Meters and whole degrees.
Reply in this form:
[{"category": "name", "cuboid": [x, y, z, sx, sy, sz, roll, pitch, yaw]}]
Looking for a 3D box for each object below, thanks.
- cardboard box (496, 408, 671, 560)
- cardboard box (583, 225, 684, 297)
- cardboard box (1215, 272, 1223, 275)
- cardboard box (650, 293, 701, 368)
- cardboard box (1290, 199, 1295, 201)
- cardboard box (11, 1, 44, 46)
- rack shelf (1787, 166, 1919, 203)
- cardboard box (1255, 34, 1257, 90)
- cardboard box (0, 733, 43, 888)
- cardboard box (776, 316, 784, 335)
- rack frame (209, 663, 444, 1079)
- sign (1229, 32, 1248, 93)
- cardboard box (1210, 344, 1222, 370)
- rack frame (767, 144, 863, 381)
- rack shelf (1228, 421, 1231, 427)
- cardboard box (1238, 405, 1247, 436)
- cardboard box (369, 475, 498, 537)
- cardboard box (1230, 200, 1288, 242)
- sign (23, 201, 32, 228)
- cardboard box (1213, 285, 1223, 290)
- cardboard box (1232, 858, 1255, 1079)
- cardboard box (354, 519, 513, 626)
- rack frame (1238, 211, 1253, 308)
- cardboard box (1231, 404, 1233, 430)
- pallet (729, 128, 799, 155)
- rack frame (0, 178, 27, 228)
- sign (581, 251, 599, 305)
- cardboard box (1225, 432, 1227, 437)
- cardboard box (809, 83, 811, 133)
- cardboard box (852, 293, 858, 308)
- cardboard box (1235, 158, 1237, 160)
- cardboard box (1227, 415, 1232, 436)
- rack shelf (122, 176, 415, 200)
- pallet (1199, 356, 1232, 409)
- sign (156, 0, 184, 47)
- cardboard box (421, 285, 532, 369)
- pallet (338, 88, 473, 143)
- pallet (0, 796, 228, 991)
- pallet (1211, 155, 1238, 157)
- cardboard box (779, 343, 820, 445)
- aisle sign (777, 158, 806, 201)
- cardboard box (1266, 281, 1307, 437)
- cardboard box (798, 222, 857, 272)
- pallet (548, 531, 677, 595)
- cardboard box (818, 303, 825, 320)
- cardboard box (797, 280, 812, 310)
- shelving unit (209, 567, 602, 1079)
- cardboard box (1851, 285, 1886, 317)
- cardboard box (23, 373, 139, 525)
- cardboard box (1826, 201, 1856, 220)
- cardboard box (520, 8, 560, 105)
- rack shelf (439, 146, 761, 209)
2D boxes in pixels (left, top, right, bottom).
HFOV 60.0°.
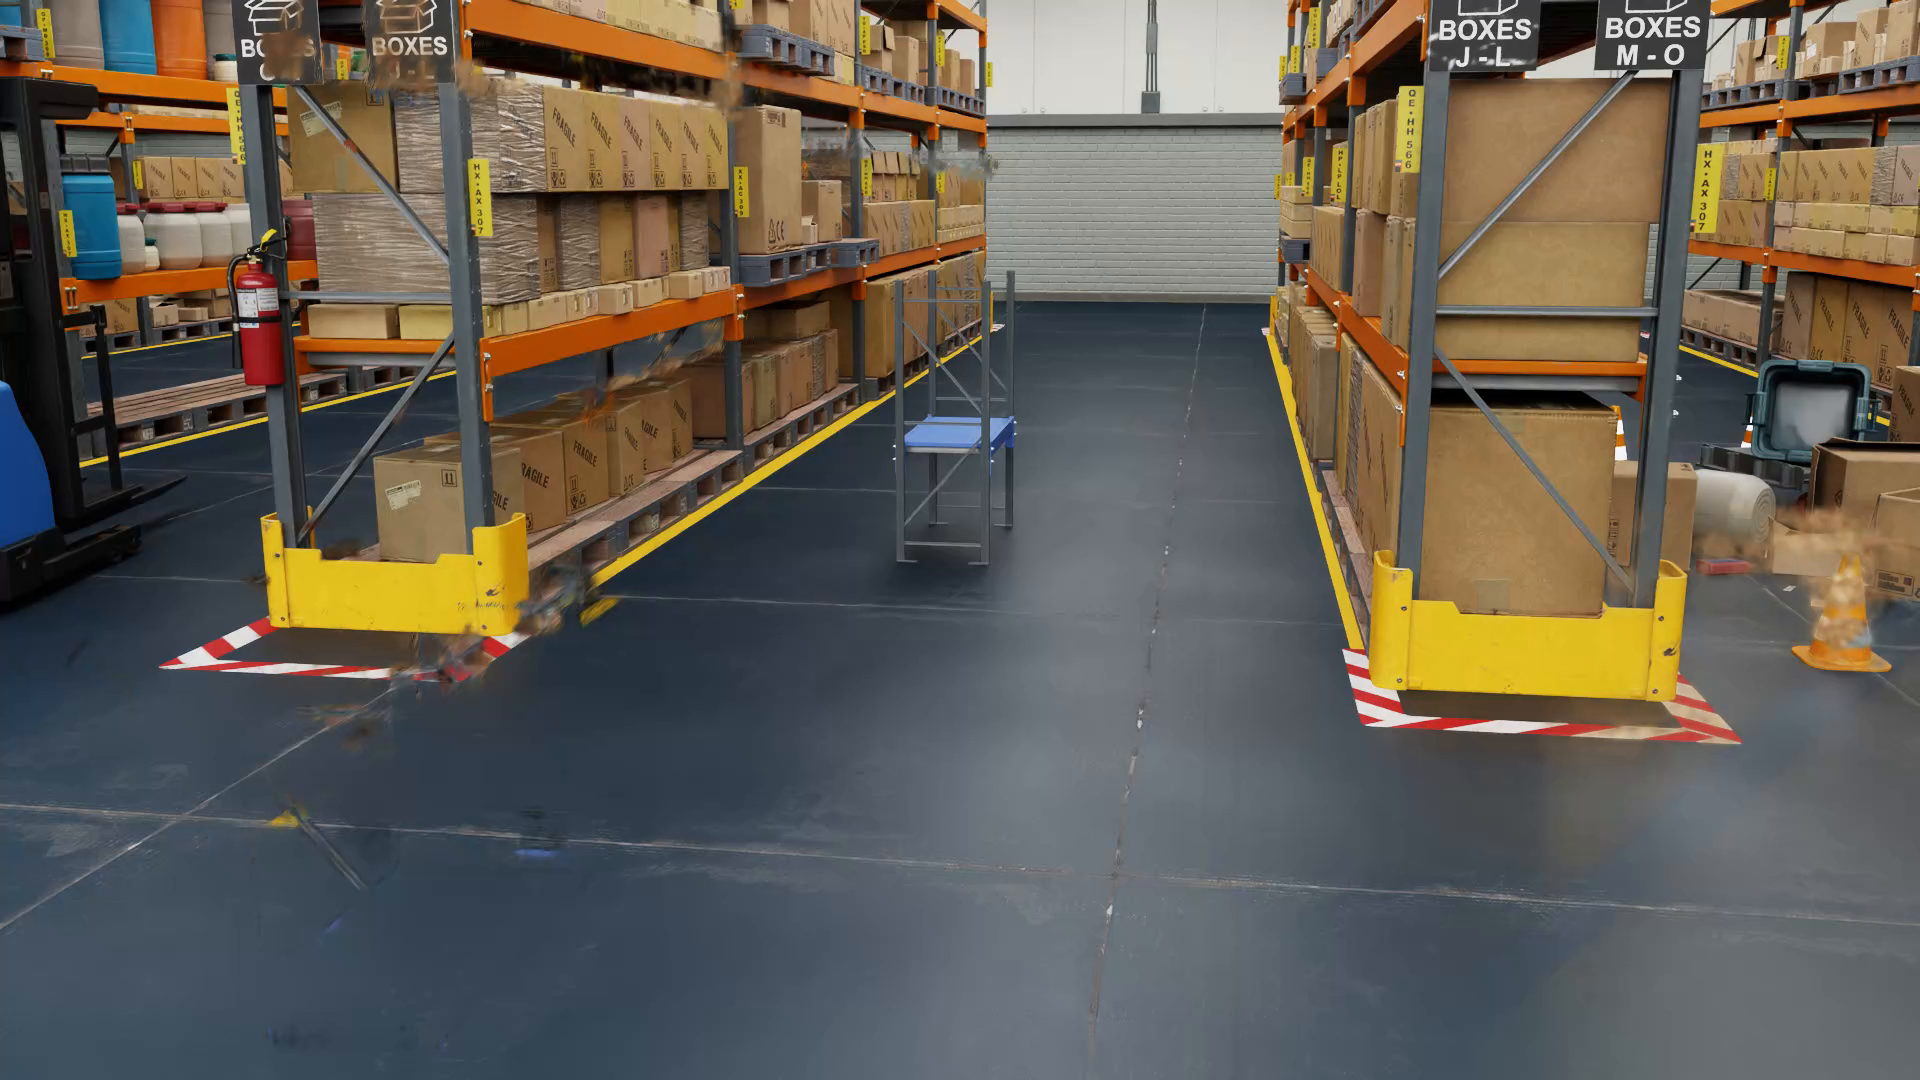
[{"category": "cardboard box", "cuboid": [-1.250, -2.045, 15.907, 1.225, 0.875, 0.875, 1, 12, 6]}, {"category": "cardboard box", "cuboid": [-1.048, -3.701, 16.929, 0.797, 0.503, 0.637, 2, 12, 10]}, {"category": "cardboard box", "cuboid": [3.490, -3.529, 16.934, 0.380, 0.149, 0.250, 2, 12, 8]}, {"category": "cardboard box", "cuboid": [-0.801, -3.194, 16.959, 0.500, 0.500, 0.500, 2, 12, 9]}, {"category": "cardboard box", "cuboid": [4.766, -4.584, 20.328, 0.500, 0.500, 0.500, 3, 12, 12]}, {"category": "cardboard box", "cuboid": [-1.887, -3.361, 10.256, 0.380, 0.149, 0.250, 2, 12, 9]}, {"category": "rack shelf", "cuboid": [9.339, -4.778, 19.129, 1.077, 0.370, 4.000, 2, 12, 9]}, {"category": "cardboard box", "cuboid": [3.103, -3.953, 12.716, 0.500, 0.250, 0.500, 2, 12, 10]}, {"category": "cardboard box", "cuboid": [-2.173, -0.684, 10.485, 0.500, 0.500, 0.500, 6, 14, 27]}, {"category": "cardboard box", "cuboid": [-0.347, -3.550, 19.444, 0.380, 0.149, 0.250, 1, 12, 7]}, {"category": "rack frame", "cuboid": [-0.091, -0.610, 8.762, 0.500, 1.500, 0.032, 2, 12, 9]}, {"category": "sign", "cuboid": [2.973, -4.290, 13.934, 0.100, 0.325, 0.005, 2, 12, 9]}, {"category": "cardboard box", "cuboid": [3.131, -2.753, 14.749, 0.380, 0.149, 0.250, 2, 12, 10]}, {"category": "rack frame", "cuboid": [-0.146, -4.400, 22.791, 1.000, 3.000, 0.127, 2, 12, 9]}, {"category": "rack shelf", "cuboid": [3.202, -1.785, 12.365, 1.077, 0.370, 4.000, 2, 12, 9]}, {"category": "cardboard box", "cuboid": [2.710, -1.887, 10.891, 0.500, 0.500, 0.500, 2, 12, 8]}, {"category": "cardboard box", "cuboid": [-1.521, -1.843, 14.036, 0.500, 0.250, 0.500, 3, 13, 15]}, {"category": "cardboard box", "cuboid": [4.160, -4.498, 19.927, 0.500, 0.500, 0.500, 1, 12, 7]}, {"category": "sign", "cuboid": [-9.388, -5.420, 24.026, 0.100, 0.325, 0.005, 2, 12, 9]}, {"category": "cardboard box", "cuboid": [3.250, -3.206, 15.436, 0.380, 0.149, 0.250, 2, 12, 10]}, {"category": "cardboard box", "cuboid": [2.451, -0.381, 8.188, 0.875, 0.875, 0.875, 2, 12, 8]}, {"category": "cardboard box", "cuboid": [-1.532, -1.472, 14.093, 0.700, 0.500, 0.500, 1, 12, 4]}, {"category": "rack frame", "cuboid": [3.509, -2.553, 14.221, 1.000, 3.000, 0.127, 2, 12, 9]}, {"category": "cardboard box", "cuboid": [3.173, -2.517, 13.817, 0.500, 0.500, 0.500, 2, 12, 9]}, {"category": "pallet", "cuboid": [-0.625, -5.161, 19.410, 1.003, 0.211, 1.213, 2, 12, 9]}, {"category": "rack frame", "cuboid": [-9.934, -4.722, 24.284, 1.000, 3.000, 0.127, 2, 12, 9]}, {"category": "sign", "cuboid": [-0.839, -3.247, 14.878, 0.100, 0.325, 0.005, 2, 12, 9]}, {"category": "cardboard box", "cuboid": [3.888, -2.476, 18.924, 0.380, 0.149, 0.250, 1, 12, 6]}, {"category": "cardboard box", "cuboid": [-0.410, -5.837, 20.868, 0.700, 0.500, 0.500, 1, 12, 5]}, {"category": "cardboard box", "cuboid": [0.125, -4.193, 22.424, 0.380, 0.149, 0.250, 2, 12, 10]}, {"category": "cardboard box", "cuboid": [4.099, -5.099, 19.270, 0.500, 0.250, 0.500, 2, 12, 8]}, {"category": "cardboard box", "cuboid": [3.587, -2.374, 16.544, 0.500, 0.250, 0.500, 2, 12, 11]}, {"category": "rack shelf", "cuboid": [-5.347, -5.259, 21.364, 1.077, 0.370, 4.000, 2, 12, 9]}, {"category": "pallet", "cuboid": [3.514, -2.611, 14.945, 1.213, 0.211, 1.003, 2, 12, 9]}, {"category": "sign", "cuboid": [-1.454, -3.605, 10.756, 0.100, 0.325, 0.005, 2, 12, 9]}, {"category": "cardboard box", "cuboid": [-1.420, -2.875, 14.482, 0.500, 0.500, 0.500, 0, 12, 2]}, {"category": "pallet", "cuboid": [-1.635, -3.618, 12.487, 1.213, 0.211, 1.003, 2, 12, 9]}, {"category": "pallet", "cuboid": [-2.060, -0.398, 10.840, 1.003, 0.211, 1.213, 2, 12, 9]}, {"category": "pallet", "cuboid": [3.924, -4.635, 17.208, 1.213, 0.211, 1.003, 2, 12, 9]}, {"category": "cardboard box", "cuboid": [-0.442, -3.056, 20.602, 0.875, 0.875, 0.875, 2, 12, 9]}, {"category": "aisle sign", "cuboid": [-0.431, -5.696, 22.632, 0.394, 0.787, 0.004, 2, 12, 9]}, {"category": "cardboard box", "cuboid": [2.541, -1.909, 8.313, 0.875, 0.550, 0.500, 2, 12, 9]}, {"category": "cardboard box", "cuboid": [0.039, -4.729, 22.187, 0.500, 0.500, 0.500, 2, 12, 9]}, {"category": "pallet", "cuboid": [-1.180, -1.533, 16.108, 1.003, 0.211, 1.213, 2, 12, 9]}, {"category": "cardboard box", "cuboid": [-0.111, -3.874, 20.948, 0.380, 0.149, 0.250, 2, 12, 10]}, {"category": "cardboard box", "cuboid": [-0.274, -3.940, 20.307, 0.500, 0.250, 0.500, 2, 12, 10]}, {"category": "shelving unit", "cuboid": [-0.013, -0.715, 9.253, 0.538, 1.500, 1.048, 2, 12, 9]}, {"category": "cardboard box", "cuboid": [8.850, -3.400, 17.914, 0.500, 0.500, 0.500, 2, 12, 9]}, {"category": "cardboard box", "cuboid": [-2.122, -2.005, 10.733, 0.875, 0.500, 0.500, 2, 12, 9]}, {"category": "cardboard box", "cuboid": [9.023, -4.440, 18.824, 0.380, 0.149, 0.250, 2, 12, 7]}, {"category": "cardboard box", "cuboid": [-1.202, -4.387, 14.186, 0.500, 0.500, 0.500, 2, 12, 10]}, {"category": "rack shelf", "cuboid": [-1.069, -4.266, 16.756, 1.077, 0.370, 4.000, 2, 12, 9]}]
